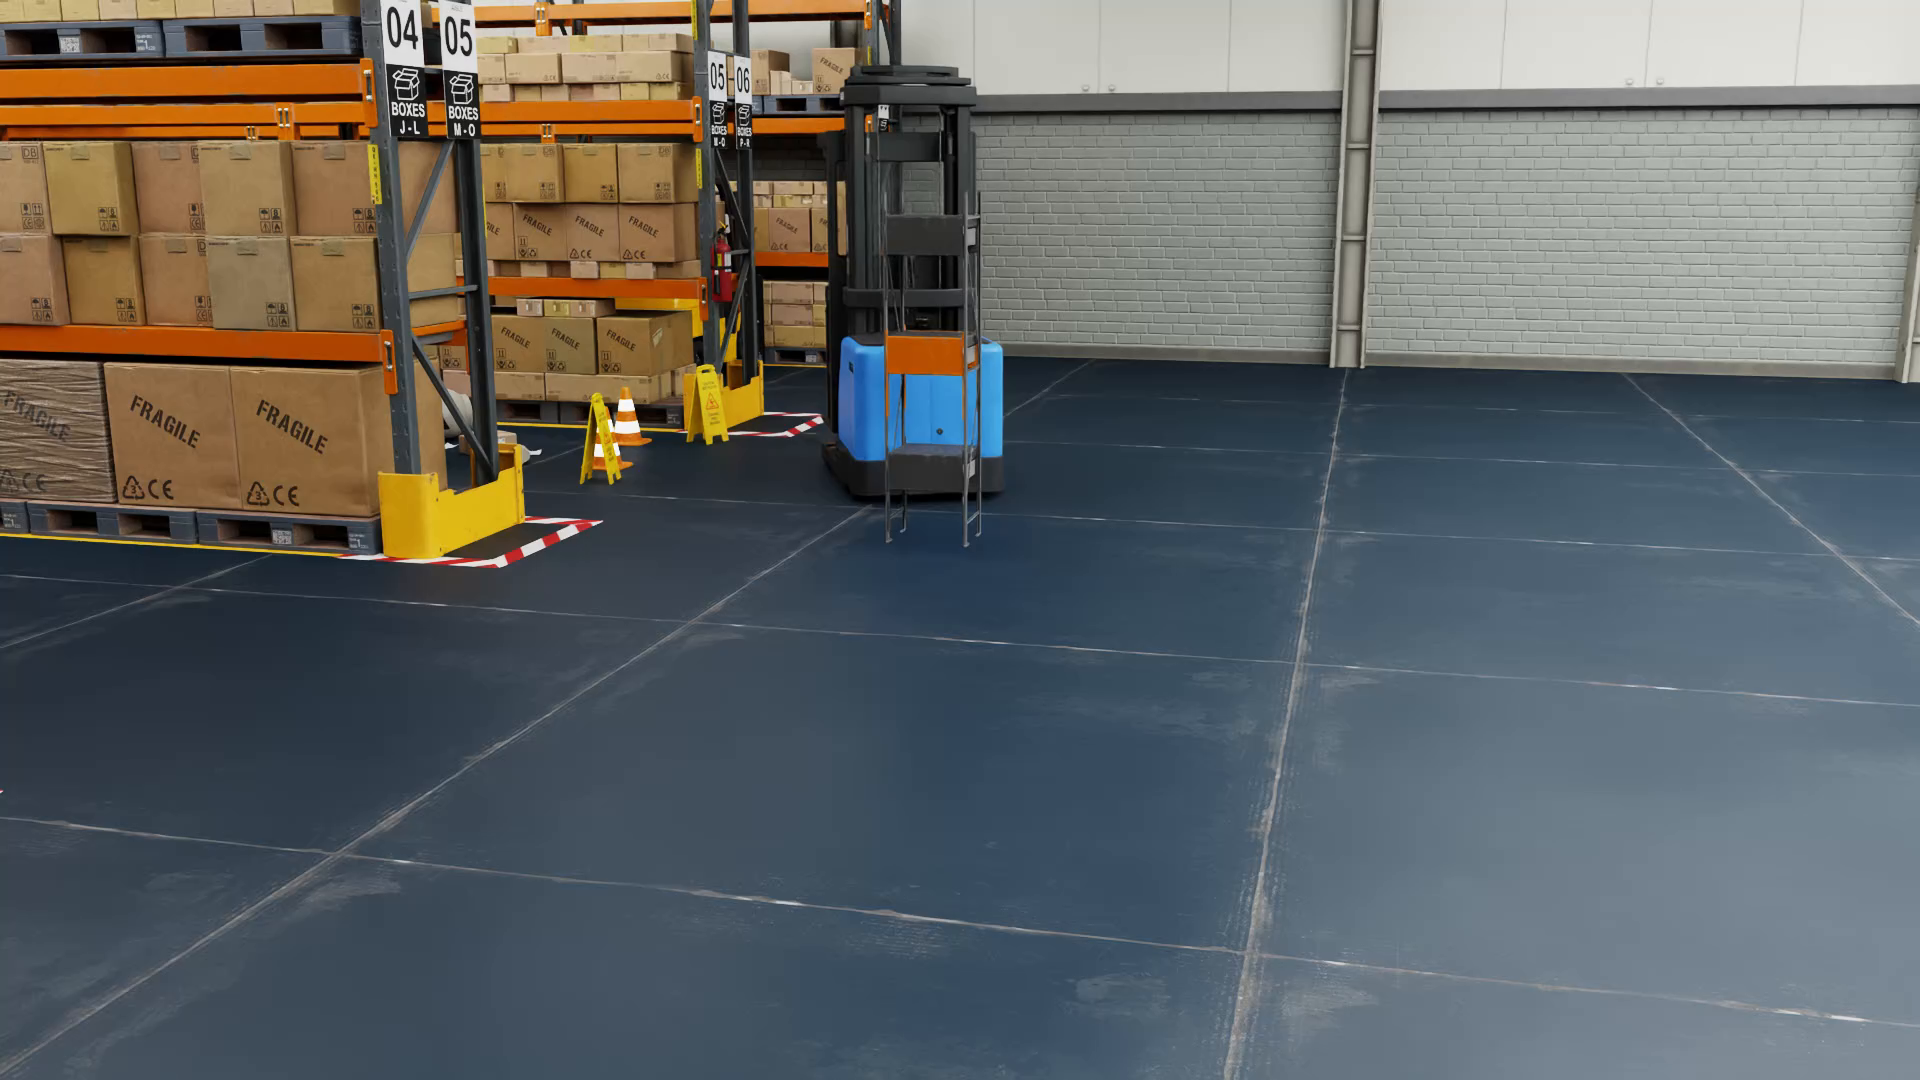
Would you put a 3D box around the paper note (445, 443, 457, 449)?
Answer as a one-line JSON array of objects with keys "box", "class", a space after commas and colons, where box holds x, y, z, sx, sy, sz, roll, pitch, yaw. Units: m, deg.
[{"box": [-4.230, -0.778, 13.695, 0.142, 0.019, 0.148, 8, 15, 33], "class": "paper note"}]

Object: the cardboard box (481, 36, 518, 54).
[{"box": [-3.942, -4.286, 14.439, 0.250, 0.149, 0.380, 3, 13, 15], "class": "cardboard box"}]

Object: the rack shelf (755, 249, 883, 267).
[{"box": [-2.802, -3.323, 19.948, 4.000, 0.370, 1.077, 3, 13, 14], "class": "rack shelf"}]

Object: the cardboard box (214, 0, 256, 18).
[{"box": [-4.032, -3.049, 9.503, 0.250, 0.149, 0.380, 3, 13, 14], "class": "cardboard box"}]

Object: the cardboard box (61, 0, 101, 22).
[{"box": [-5.019, -3.101, 9.742, 0.250, 0.149, 0.380, 3, 13, 14], "class": "cardboard box"}]

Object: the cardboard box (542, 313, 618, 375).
[{"box": [-3.394, -1.769, 14.927, 0.500, 0.500, 0.500, 4, 13, 16], "class": "cardboard box"}]

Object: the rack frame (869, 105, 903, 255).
[{"box": [-0.861, -3.571, 19.403, 0.127, 3.000, 1.000, 3, 13, 14], "class": "rack frame"}]

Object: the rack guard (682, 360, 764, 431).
[{"box": [-2.120, -1.310, 14.986, 0.348, 0.500, 1.175, 3, 13, 14], "class": "rack guard"}]

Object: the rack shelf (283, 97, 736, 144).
[{"box": [-3.988, -3.744, 14.918, 4.000, 0.370, 1.077, 3, 13, 14], "class": "rack shelf"}]

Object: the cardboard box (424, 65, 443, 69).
[{"box": [-4.582, -4.137, 14.688, 0.500, 0.250, 0.500, 3, 13, 14], "class": "cardboard box"}]

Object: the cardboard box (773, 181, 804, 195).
[{"box": [-1.990, -4.098, 19.366, 0.250, 0.149, 0.380, 3, 13, 14], "class": "cardboard box"}]

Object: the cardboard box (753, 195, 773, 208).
[{"box": [-2.265, -3.948, 19.374, 0.250, 0.149, 0.380, 3, 13, 12], "class": "cardboard box"}]

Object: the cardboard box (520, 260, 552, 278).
[{"box": [-3.719, -2.430, 14.842, 0.250, 0.149, 0.380, 3, 13, 13], "class": "cardboard box"}]

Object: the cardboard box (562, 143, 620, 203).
[{"box": [-3.084, -3.217, 14.584, 0.500, 0.500, 0.700, 3, 13, 14], "class": "cardboard box"}]

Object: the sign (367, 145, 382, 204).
[{"box": [-3.278, -2.048, 9.320, 0.005, 0.325, 0.100, 3, 13, 14], "class": "sign"}]

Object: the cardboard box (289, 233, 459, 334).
[{"box": [-3.505, -1.564, 10.009, 0.550, 0.550, 0.875, 3, 13, 14], "class": "cardboard box"}]

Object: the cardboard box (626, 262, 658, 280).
[{"box": [-2.733, -2.368, 14.563, 0.250, 0.149, 0.380, 3, 13, 13], "class": "cardboard box"}]

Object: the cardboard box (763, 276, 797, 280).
[{"box": [-2.251, -3.040, 20.079, 0.500, 0.250, 0.500, 3, 13, 13], "class": "cardboard box"}]

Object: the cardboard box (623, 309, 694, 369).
[{"box": [-2.787, -1.857, 15.324, 0.500, 0.500, 0.500, 3, 13, 12], "class": "cardboard box"}]

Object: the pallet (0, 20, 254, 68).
[{"box": [-5.045, -3.001, 10.113, 1.213, 0.211, 1.003, 3, 13, 14], "class": "pallet"}]

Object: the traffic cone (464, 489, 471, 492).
[{"box": [-3.310, -0.568, 11.727, 0.334, 0.463, 0.336, 3, 13, 14], "class": "traffic cone"}]

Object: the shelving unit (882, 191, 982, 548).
[{"box": [-0.161, -1.034, 10.045, 0.503, 2.100, 0.431, 3, 13, 14], "class": "shelving unit"}]

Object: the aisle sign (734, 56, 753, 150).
[{"box": [-1.912, -3.858, 14.695, 0.004, 0.787, 0.394, 3, 13, 14], "class": "aisle sign"}]

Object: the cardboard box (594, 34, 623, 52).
[{"box": [-2.939, -4.244, 14.251, 0.250, 0.149, 0.380, 3, 13, 13], "class": "cardboard box"}]

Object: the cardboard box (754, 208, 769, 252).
[{"box": [-2.401, -3.645, 19.508, 0.500, 0.500, 0.500, 3, 13, 12], "class": "cardboard box"}]

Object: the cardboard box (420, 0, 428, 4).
[{"box": [-3.541, -3.350, 9.941, 0.500, 0.250, 0.500, 3, 13, 13], "class": "cardboard box"}]

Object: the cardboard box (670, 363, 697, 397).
[{"box": [-2.763, -1.489, 15.400, 0.500, 0.250, 0.500, 3, 13, 13], "class": "cardboard box"}]

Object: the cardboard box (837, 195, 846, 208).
[{"box": [-1.264, -3.895, 19.137, 0.250, 0.149, 0.380, 3, 13, 14], "class": "cardboard box"}]

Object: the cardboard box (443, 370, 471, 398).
[{"box": [-4.385, -1.457, 15.255, 0.500, 0.250, 0.500, 3, 13, 13], "class": "cardboard box"}]

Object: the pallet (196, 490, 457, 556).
[{"box": [-3.929, -0.144, 10.397, 1.213, 0.211, 1.003, 3, 13, 14], "class": "pallet"}]

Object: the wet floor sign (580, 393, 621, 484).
[{"box": [-2.632, -0.746, 12.107, 0.232, 0.644, 0.267, 1, 13, 4], "class": "wet floor sign"}]

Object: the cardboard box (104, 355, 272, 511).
[{"box": [-4.663, -0.715, 10.466, 0.875, 0.875, 0.875, 3, 13, 13], "class": "cardboard box"}]

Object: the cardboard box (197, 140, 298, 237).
[{"box": [-4.041, -2.118, 10.013, 0.550, 0.550, 0.875, 3, 13, 14], "class": "cardboard box"}]

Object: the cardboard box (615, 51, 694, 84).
[{"box": [-2.608, -4.033, 14.221, 0.500, 0.250, 0.500, 3, 13, 13], "class": "cardboard box"}]

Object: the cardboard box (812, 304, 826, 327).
[{"box": [-1.408, -2.637, 19.418, 0.500, 0.250, 0.500, 3, 13, 13], "class": "cardboard box"}]

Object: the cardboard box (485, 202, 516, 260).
[{"box": [-4.097, -2.775, 14.898, 0.500, 0.500, 0.500, 3, 13, 14], "class": "cardboard box"}]

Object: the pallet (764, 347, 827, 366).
[{"box": [-1.613, -2.240, 19.844, 1.213, 0.211, 1.003, 3, 13, 14], "class": "pallet"}]

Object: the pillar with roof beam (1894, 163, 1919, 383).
[{"box": [9.298, -5.197, 12.883, 0.400, 9.000, 9.100, 3, 13, 14], "class": "pillar with roof beam"}]

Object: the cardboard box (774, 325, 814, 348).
[{"box": [-1.873, -2.419, 19.591, 0.500, 0.250, 0.500, 3, 13, 14], "class": "cardboard box"}]

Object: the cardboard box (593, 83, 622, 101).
[{"box": [-2.959, -3.855, 14.339, 0.250, 0.149, 0.380, 3, 13, 15], "class": "cardboard box"}]

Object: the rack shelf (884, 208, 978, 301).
[{"box": [-0.161, -1.704, 9.896, 0.480, 0.518, 0.431, 3, 13, 14], "class": "rack shelf"}]

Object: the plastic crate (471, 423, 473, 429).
[{"box": [-4.602, -1.055, 14.805, 0.583, 0.080, 0.402, -1, 13, -6], "class": "plastic crate"}]

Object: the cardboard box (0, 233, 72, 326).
[{"box": [-5.621, -1.668, 10.481, 0.550, 0.550, 0.875, 3, 13, 14], "class": "cardboard box"}]

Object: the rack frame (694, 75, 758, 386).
[{"box": [-2.046, -2.527, 14.697, 0.127, 3.000, 1.000, 3, 13, 14], "class": "rack frame"}]

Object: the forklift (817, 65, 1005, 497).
[{"box": [-0.469, -1.995, 12.460, 1.130, 2.935, 3.031, -2, 13, -10], "class": "forklift"}]

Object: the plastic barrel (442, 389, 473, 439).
[{"box": [-4.414, -1.058, 14.024, 0.512, 0.421, 0.421, -9, 15, -35], "class": "plastic barrel"}]

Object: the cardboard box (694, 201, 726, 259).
[{"box": [-2.440, -2.804, 15.028, 0.500, 0.500, 0.500, 3, 13, 13], "class": "cardboard box"}]

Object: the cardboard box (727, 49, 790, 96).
[{"box": [-2.319, -5.384, 19.218, 0.500, 0.500, 0.700, 3, 13, 14], "class": "cardboard box"}]

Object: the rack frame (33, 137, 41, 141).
[{"box": [-12.511, -4.193, 22.210, 0.127, 3.000, 1.000, 3, 13, 14], "class": "rack frame"}]

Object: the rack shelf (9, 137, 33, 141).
[{"box": [-14.453, -5.410, 22.430, 4.000, 0.370, 1.077, 3, 13, 14], "class": "rack shelf"}]

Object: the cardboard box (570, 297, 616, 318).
[{"box": [-3.259, -2.064, 14.760, 0.250, 0.149, 0.380, 3, 13, 15], "class": "cardboard box"}]

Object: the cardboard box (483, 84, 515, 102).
[{"box": [-3.962, -3.899, 14.535, 0.250, 0.149, 0.380, 3, 13, 13], "class": "cardboard box"}]
